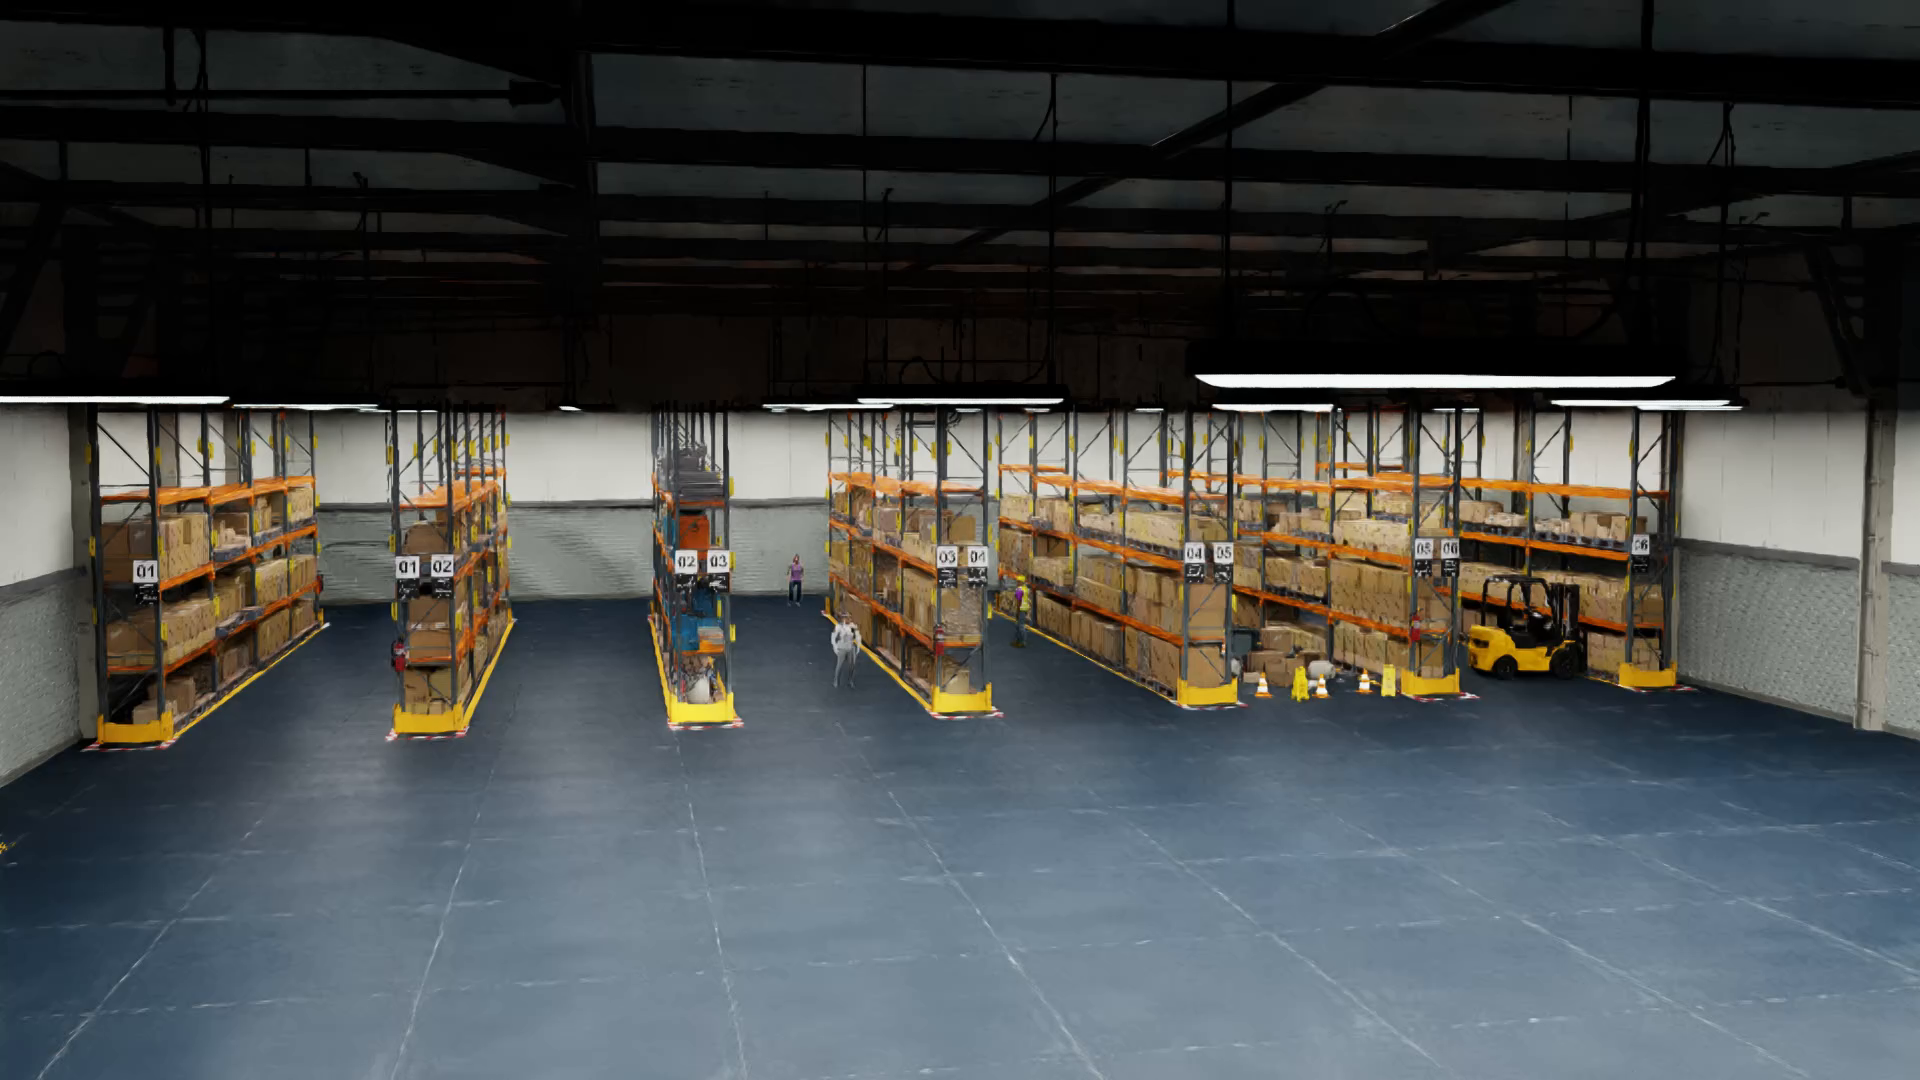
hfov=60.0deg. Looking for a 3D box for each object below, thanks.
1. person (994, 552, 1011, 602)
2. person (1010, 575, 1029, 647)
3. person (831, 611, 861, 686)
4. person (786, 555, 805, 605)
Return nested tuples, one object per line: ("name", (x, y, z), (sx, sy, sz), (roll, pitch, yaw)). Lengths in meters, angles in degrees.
("person", (1.341, 1.105, 50.821), (0.638, 1.586, 0.444), (-3, 5, -38))
("person", (1.455, 1.733, 41.048), (0.502, 1.764, 0.624), (2, 5, 19))
("person", (-2.400, 2.280, 34.980), (0.639, 1.632, 0.512), (-1, 4, -14))
("person", (-4.938, 1.204, 49.857), (0.566, 1.541, 0.519), (-1, 4, -14))
